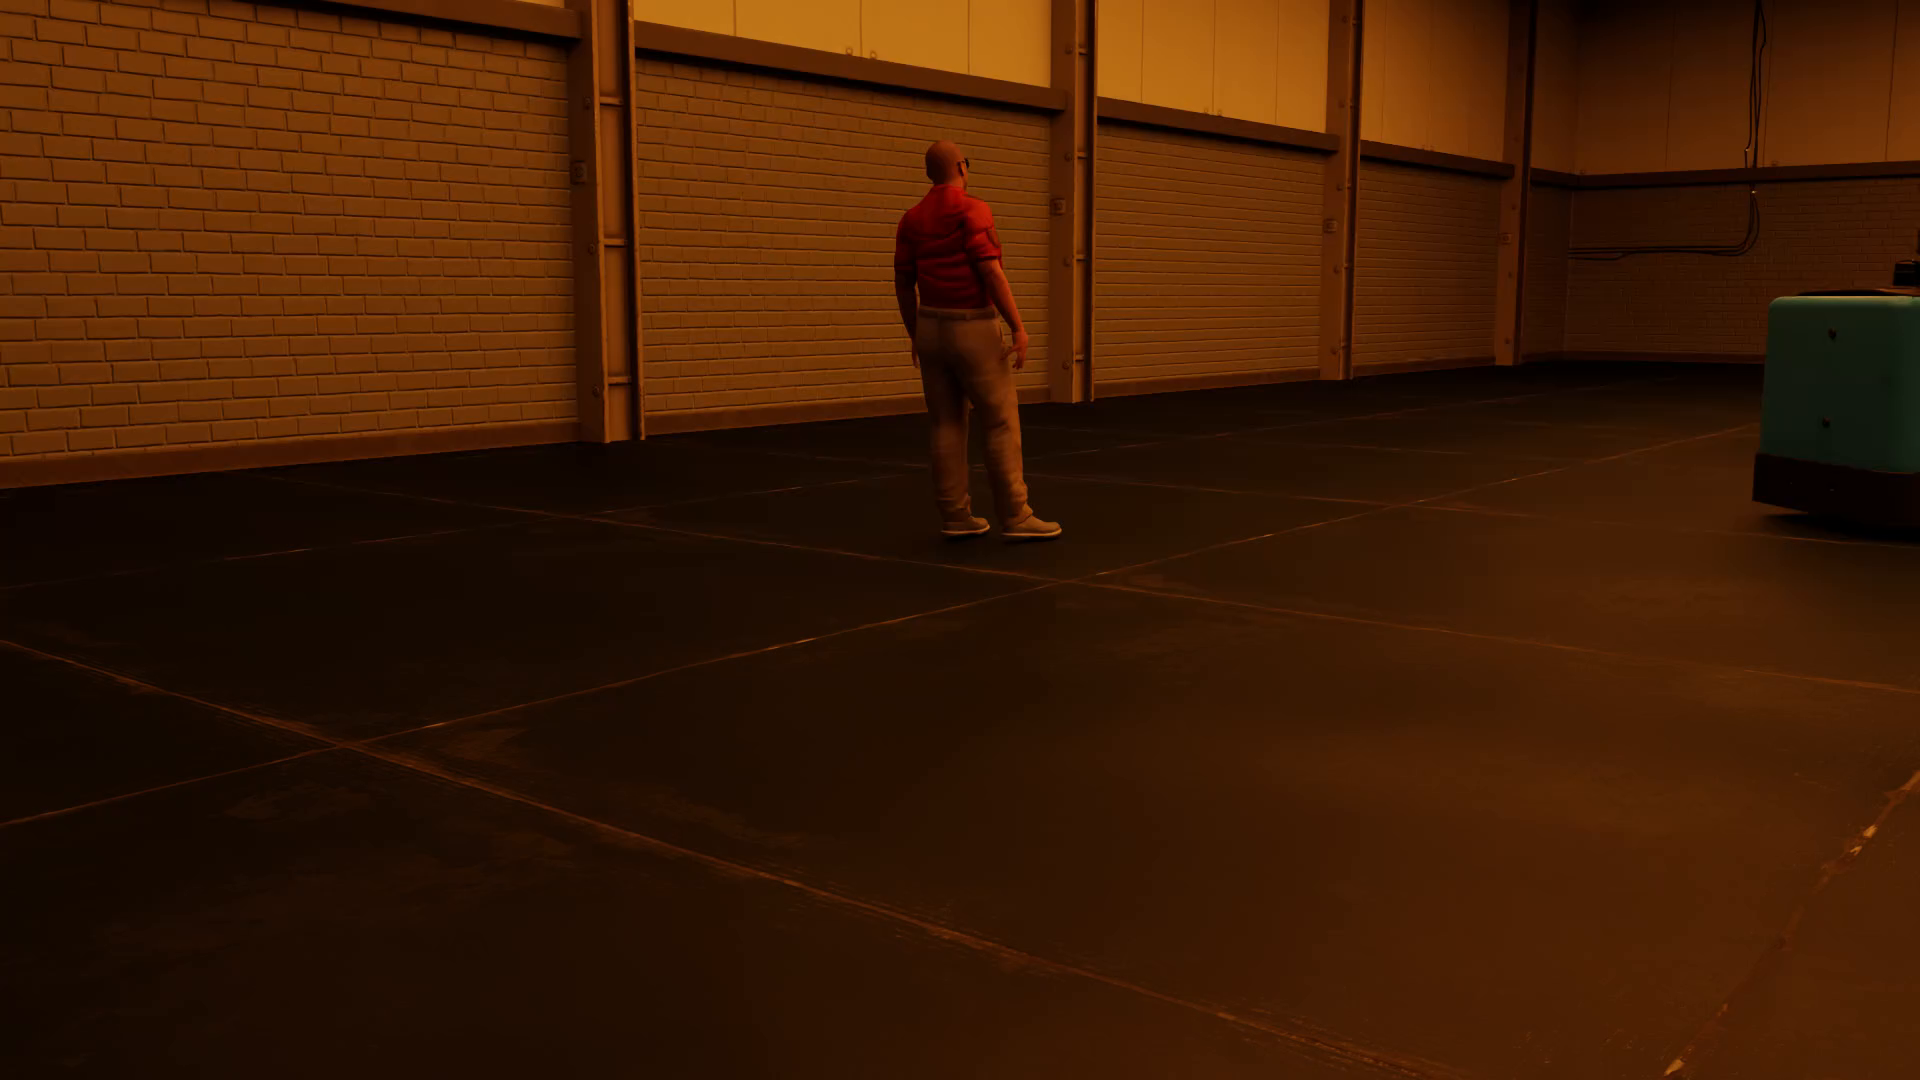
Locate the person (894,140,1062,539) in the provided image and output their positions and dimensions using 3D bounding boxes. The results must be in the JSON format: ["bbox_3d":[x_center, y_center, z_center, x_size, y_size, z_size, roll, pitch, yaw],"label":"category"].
[{"bbox_3d":[0.066,-0.871,7.340,0.640,1.727,0.551,7,11,38],"label":"person"}]

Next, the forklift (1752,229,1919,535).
[{"bbox_3d":[5.480,-1.536,7.780,3.031,2.935,1.130,-1,8,-7],"label":"forklift"}]
